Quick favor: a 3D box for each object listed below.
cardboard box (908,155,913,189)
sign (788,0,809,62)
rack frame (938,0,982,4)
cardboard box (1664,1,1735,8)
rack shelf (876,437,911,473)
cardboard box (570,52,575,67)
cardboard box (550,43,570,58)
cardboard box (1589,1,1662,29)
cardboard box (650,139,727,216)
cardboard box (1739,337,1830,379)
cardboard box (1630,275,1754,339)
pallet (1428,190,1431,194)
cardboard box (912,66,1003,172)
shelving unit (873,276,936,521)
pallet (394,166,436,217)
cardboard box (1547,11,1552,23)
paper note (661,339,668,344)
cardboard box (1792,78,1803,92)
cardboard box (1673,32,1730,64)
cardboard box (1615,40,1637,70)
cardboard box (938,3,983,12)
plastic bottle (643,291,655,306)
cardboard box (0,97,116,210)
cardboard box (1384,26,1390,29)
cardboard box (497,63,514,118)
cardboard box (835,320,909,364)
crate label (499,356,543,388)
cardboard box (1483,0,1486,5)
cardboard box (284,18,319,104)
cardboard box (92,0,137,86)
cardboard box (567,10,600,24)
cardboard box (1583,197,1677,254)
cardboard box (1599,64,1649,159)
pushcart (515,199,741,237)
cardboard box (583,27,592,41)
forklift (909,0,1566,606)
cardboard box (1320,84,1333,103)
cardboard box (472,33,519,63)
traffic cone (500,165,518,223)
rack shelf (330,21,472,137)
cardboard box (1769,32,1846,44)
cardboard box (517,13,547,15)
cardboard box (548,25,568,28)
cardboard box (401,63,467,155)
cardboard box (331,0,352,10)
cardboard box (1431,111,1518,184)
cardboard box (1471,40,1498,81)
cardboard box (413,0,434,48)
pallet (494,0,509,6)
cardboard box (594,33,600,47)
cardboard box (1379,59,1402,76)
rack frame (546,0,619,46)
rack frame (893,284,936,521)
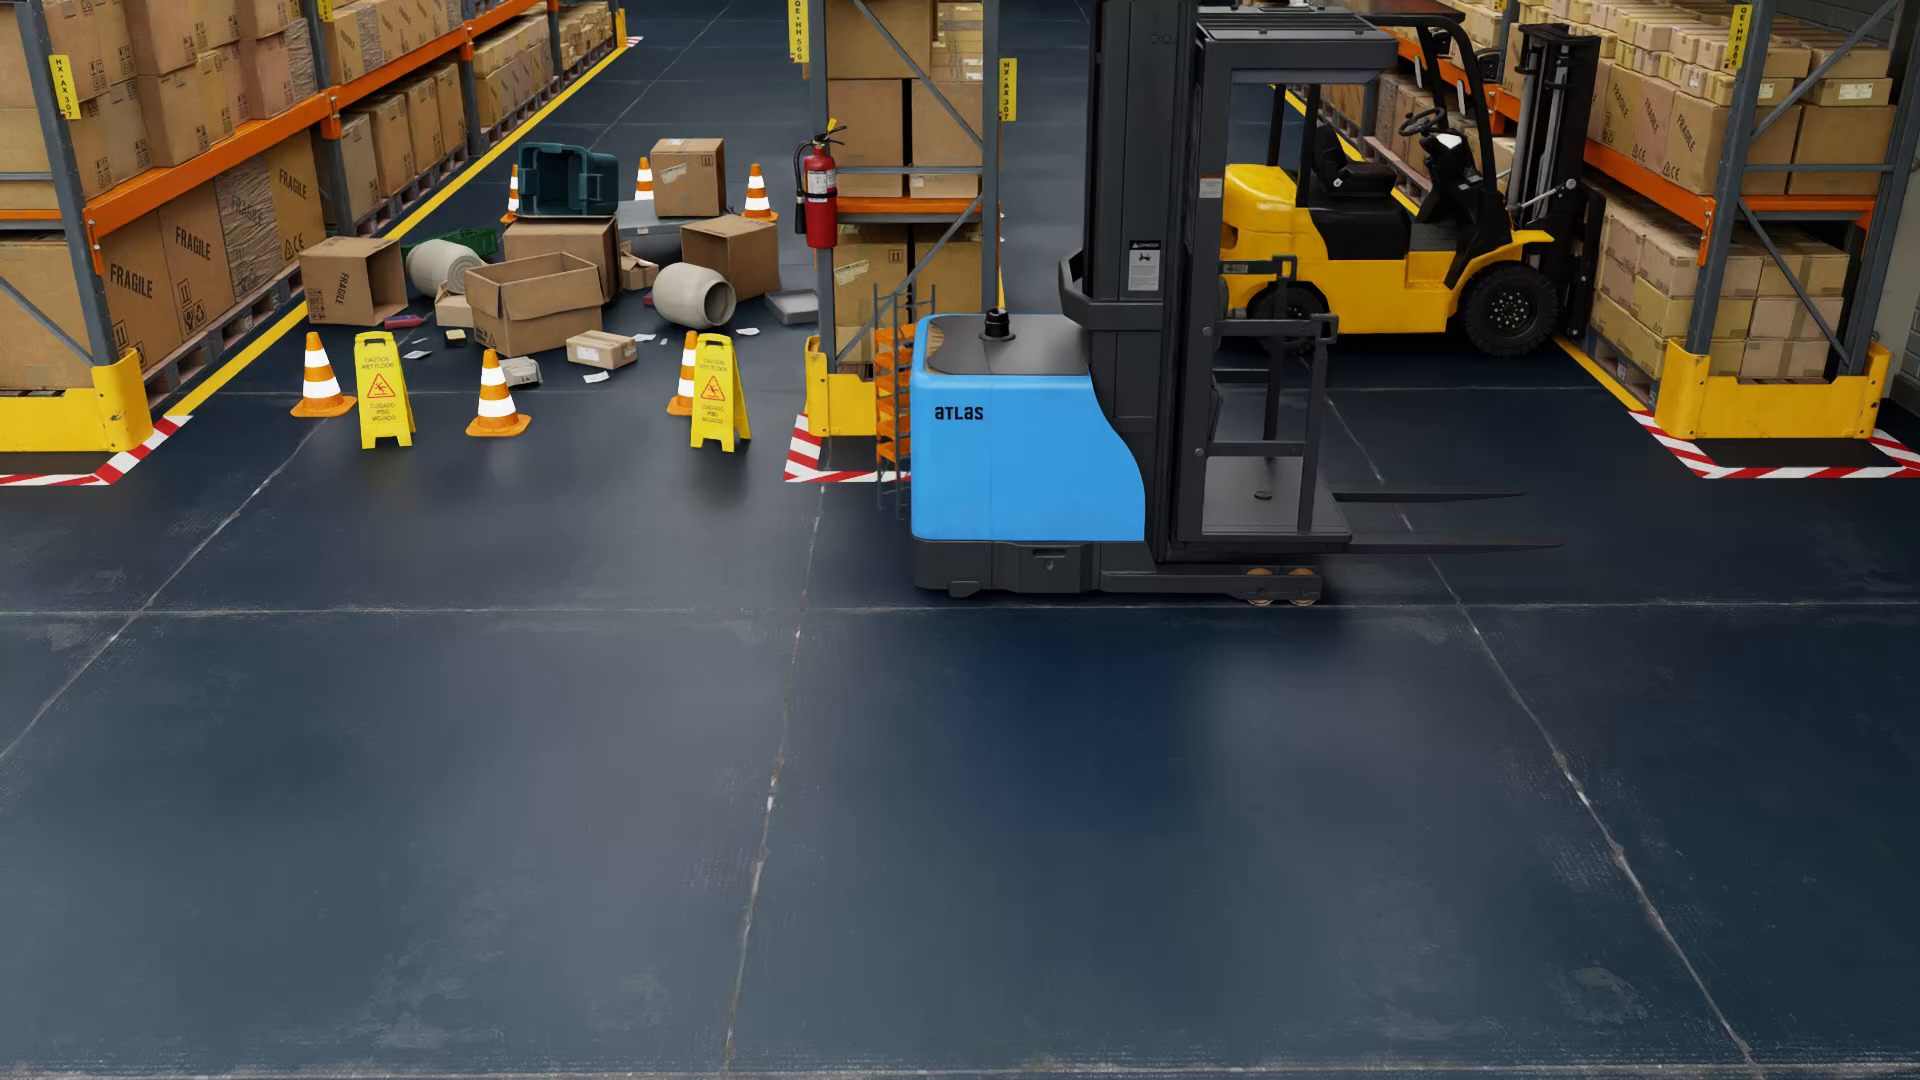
[{"bbox_3d":[-0.107,-2.134,9.634,0.380,0.149,0.250,0,24,0],"label":"cardboard box"},{"bbox_3d":[-0.848,-2.681,8.750,0.100,0.325,0.005,0,24,-1],"label":"sign"},{"bbox_3d":[-0.336,-3.652,12.685,1.000,3.000,0.127,0,24,-1],"label":"rack frame"},{"bbox_3d":[4.914,-3.495,11.068,0.380,0.149,0.250,-1,24,-1],"label":"cardboard box"},{"bbox_3d":[-0.272,-0.443,8.462,0.258,0.103,0.180,-15,29,-31],"label":"rack shelf"},{"bbox_3d":[-5.058,-6.038,20.911,0.380,0.149,0.250,0,24,1],"label":"cardboard box"},{"bbox_3d":[-5.056,-6.064,20.606,0.380,0.149,0.250,1,24,2],"label":"cardboard box"},{"bbox_3d":[4.427,-3.490,11.056,0.380,0.149,0.250,0,24,-1],"label":"cardboard box"},{"bbox_3d":[-2.116,-2.838,12.999,0.500,0.500,0.500,0,24,-1],"label":"cardboard box"},{"bbox_3d":[4.861,-1.170,10.023,0.500,0.250,0.500,0,24,0],"label":"cardboard box"},{"bbox_3d":[4.353,-1.393,9.911,0.500,0.250,0.500,-1,24,-1],"label":"cardboard box"},{"bbox_3d":[4.580,-2.709,13.984,1.003,0.211,1.213,0,24,-1],"label":"pallet"},{"bbox_3d":[-0.021,-2.382,9.393,0.500,0.500,0.500,-1,24,-1],"label":"cardboard box"},{"bbox_3d":[-0.272,-0.702,8.345,0.258,1.200,0.189,-15,29,-31],"label":"shelving unit"},{"bbox_3d":[-5.385,-3.139,14.935,1.003,0.211,1.213,0,24,-1],"label":"pallet"},{"bbox_3d":[4.403,-3.671,11.818,0.380,0.149,0.250,0,24,-1],"label":"cardboard box"},{"bbox_3d":[-1.991,-1.335,11.189,0.032,0.001,0.123,0,24,-1],"label":"paper note"},{"bbox_3d":[4.860,-2.611,9.475,0.380,0.149,0.250,0,24,-1],"label":"cardboard box"},{"bbox_3d":[4.392,-2.860,9.665,0.380,0.149,0.250,0,24,1],"label":"cardboard box"},{"bbox_3d":[4.348,-3.039,10.421,0.380,0.149,0.250,0,24,0],"label":"cardboard box"},{"bbox_3d":[-0.083,-3.651,12.201,0.500,0.500,0.500,-1,24,-2],"label":"cardboard box"},{"bbox_3d":[-2.198,-1.773,12.097,0.133,0.061,0.283,4,25,9],"label":"plastic bottle"},{"bbox_3d":[-5.291,-2.161,9.206,0.875,0.550,0.550,0,24,-1],"label":"cardboard box"},{"bbox_3d":[4.344,-5.072,16.007,0.500,0.250,0.500,0,24,0],"label":"cardboard box"},{"bbox_3d":[-5.090,-4.789,17.722,0.500,0.500,0.500,0,24,0],"label":"cardboard box"},{"bbox_3d":[-0.571,-1.284,10.277,0.500,0.250,0.500,0,24,-1],"label":"cardboard box"},{"bbox_3d":[-2.764,-1.050,10.405,0.250,0.136,0.298,-14,28,-28],"label":"crate label"},{"bbox_3d":[4.430,-4.364,13.351,0.380,0.149,0.250,0,24,-1],"label":"cardboard box"},{"bbox_3d":[-5.269,-3.505,12.177,0.875,0.550,0.550,0,24,-1],"label":"cardboard box"},{"bbox_3d":[-5.305,-2.880,9.485,0.875,0.550,0.550,0,24,-1],"label":"cardboard box"},{"bbox_3d":[-5.084,-7.052,22.431,0.380,0.149,0.250,1,24,1],"label":"cardboard box"},{"bbox_3d":[4.327,-2.029,10.709,0.500,0.250,0.500,0,24,0],"label":"cardboard box"},{"bbox_3d":[4.400,-2.700,10.459,0.500,0.500,0.500,-1,24,-2],"label":"cardboard box"},{"bbox_3d":[-2.616,-2.427,13.158,1.648,0.377,0.936,-9,26,-19],"label":"pushcart"},{"bbox_3d":[-5.084,-6.698,22.009,0.380,0.149,0.250,0,24,0],"label":"cardboard box"},{"bbox_3d":[1.286,-1.256,7.471,3.031,2.935,1.130,0,24,0],"label":"forklift"},{"bbox_3d":[4.336,-5.186,18.600,0.500,0.500,0.500,-1,24,-2],"label":"cardboard box"},{"bbox_3d":[-5.092,-5.329,18.006,0.500,0.250,0.500,0,24,0],"label":"cardboard box"},{"bbox_3d":[-3.790,-2.992,14.304,0.336,0.463,0.334,0,24,-1],"label":"traffic cone"},{"bbox_3d":[-5.307,-4.085,14.515,1.077,0.370,4.000,0,24,-1],"label":"rack shelf"},{"bbox_3d":[4.894,-2.861,9.665,0.380,0.149,0.250,0,24,0],"label":"cardboard box"},{"bbox_3d":[-5.716,-6.937,22.176,0.380,0.149,0.250,0,24,0],"label":"cardboard box"},{"bbox_3d":[-5.165,-6.409,21.009,0.380,0.149,0.250,-1,24,-1],"label":"cardboard box"},{"bbox_3d":[-5.412,-4.152,16.010,1.050,0.750,0.750,-1,24,-1],"label":"cardboard box"},{"bbox_3d":[-5.304,-4.506,13.238,0.700,0.500,0.500,-1,24,-1],"label":"cardboard box"},{"bbox_3d":[4.609,-3.320,14.323,0.875,0.625,0.625,0,24,-1],"label":"cardboard box"},{"bbox_3d":[4.360,-3.814,13.226,0.500,0.250,0.500,0,24,1],"label":"cardboard box"},{"bbox_3d":[-5.046,-4.686,14.850,0.500,0.500,0.500,-1,24,-1],"label":"cardboard box"},{"bbox_3d":[-5.391,-5.965,18.031,1.003,0.211,1.213,0,24,-1],"label":"pallet"},{"bbox_3d":[-5.100,-6.788,22.569,0.380,0.149,0.250,-1,24,-3],"label":"cardboard box"},{"bbox_3d":[4.325,-4.875,17.125,0.380,0.149,0.250,-1,24,-3],"label":"cardboard box"},{"bbox_3d":[-5.416,-8.533,23.477,1.000,3.000,0.127,0,24,-1],"label":"rack frame"},{"bbox_3d":[-0.221,-0.670,8.276,0.240,1.200,0.006,-15,29,-31],"label":"rack frame"}]
